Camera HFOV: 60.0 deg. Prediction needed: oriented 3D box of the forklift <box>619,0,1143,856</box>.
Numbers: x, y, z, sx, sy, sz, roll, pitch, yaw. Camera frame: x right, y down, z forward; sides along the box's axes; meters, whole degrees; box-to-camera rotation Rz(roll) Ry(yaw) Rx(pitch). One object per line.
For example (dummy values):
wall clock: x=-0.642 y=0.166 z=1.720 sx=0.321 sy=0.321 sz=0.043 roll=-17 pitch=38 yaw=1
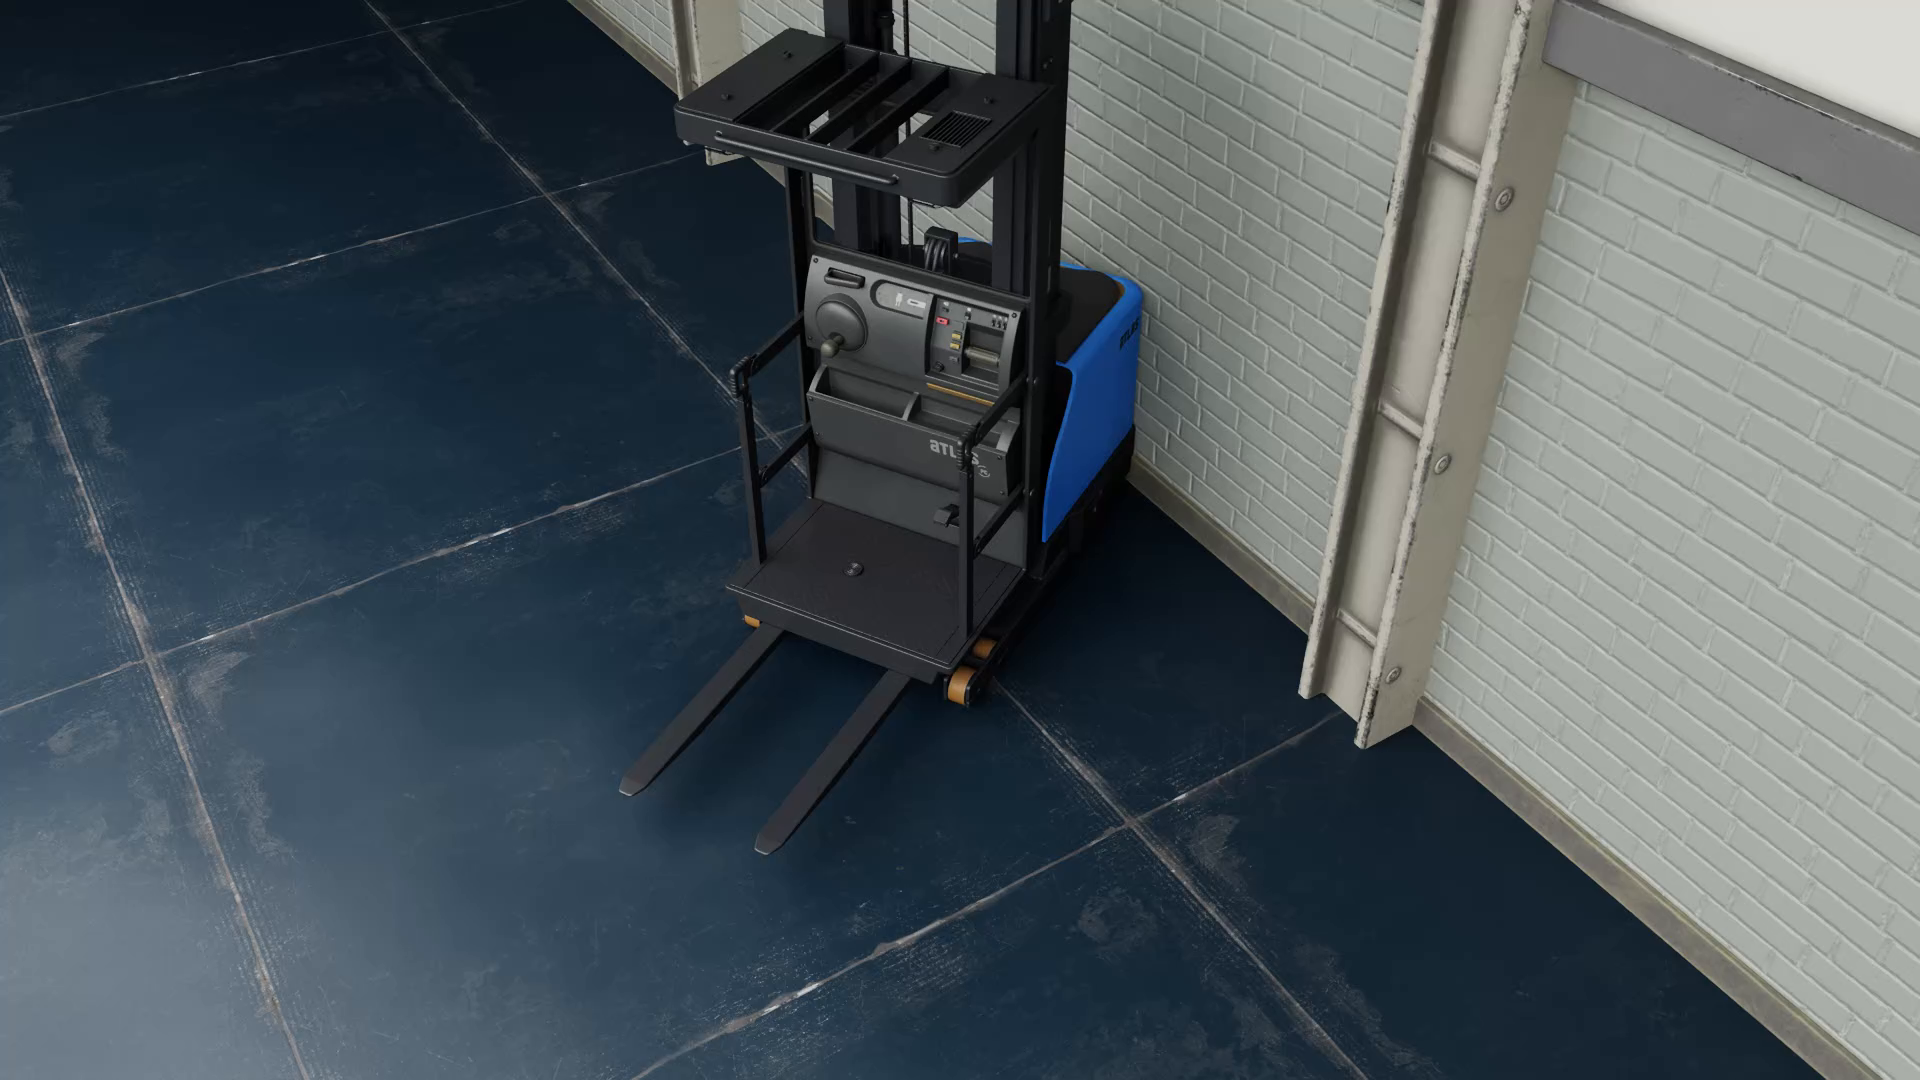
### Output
forklift: x=-0.292 y=-0.769 z=6.383 sx=1.130 sy=2.935 sz=3.031 roll=18 pitch=43 yaw=21

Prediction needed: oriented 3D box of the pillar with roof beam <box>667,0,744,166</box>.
pillar with roof beam: x=-5.203 y=-4.523 z=6.149 sx=9.100 sy=9.000 sz=0.400 roll=-22 pitch=45 yaw=-24

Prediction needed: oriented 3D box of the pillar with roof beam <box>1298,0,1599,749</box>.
pillar with roof beam: x=-1.977 y=-1.285 z=2.263 sx=9.100 sy=9.000 sz=0.400 roll=-22 pitch=45 yaw=-24
